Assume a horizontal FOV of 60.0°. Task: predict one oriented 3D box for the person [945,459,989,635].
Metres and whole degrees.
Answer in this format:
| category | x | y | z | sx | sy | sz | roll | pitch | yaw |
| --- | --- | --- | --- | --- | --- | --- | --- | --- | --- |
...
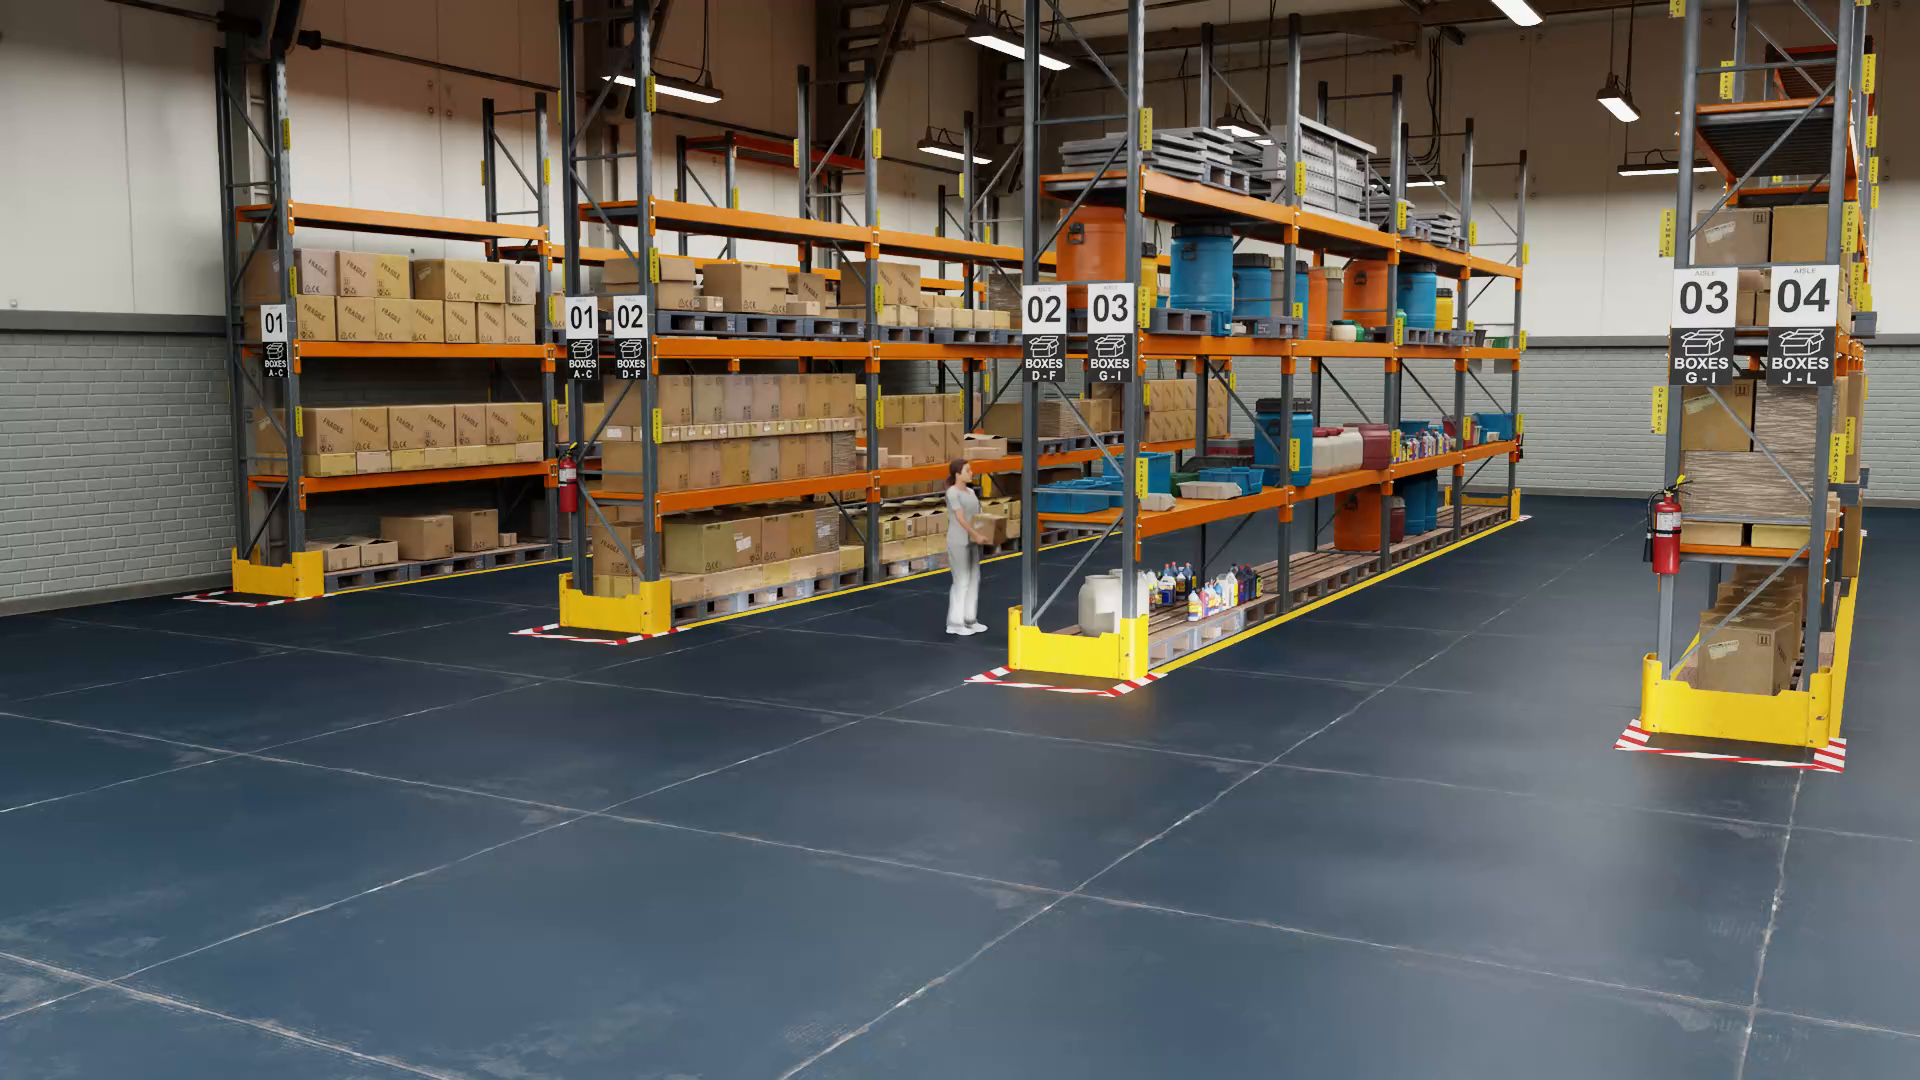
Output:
| category | x | y | z | sx | sy | sz | roll | pitch | yaw |
| --- | --- | --- | --- | --- | --- | --- | --- | --- | --- |
| person | 0.100 | 0.063 | 15.807 | 0.549 | 1.665 | 0.434 | 3 | 7 | 29 |
